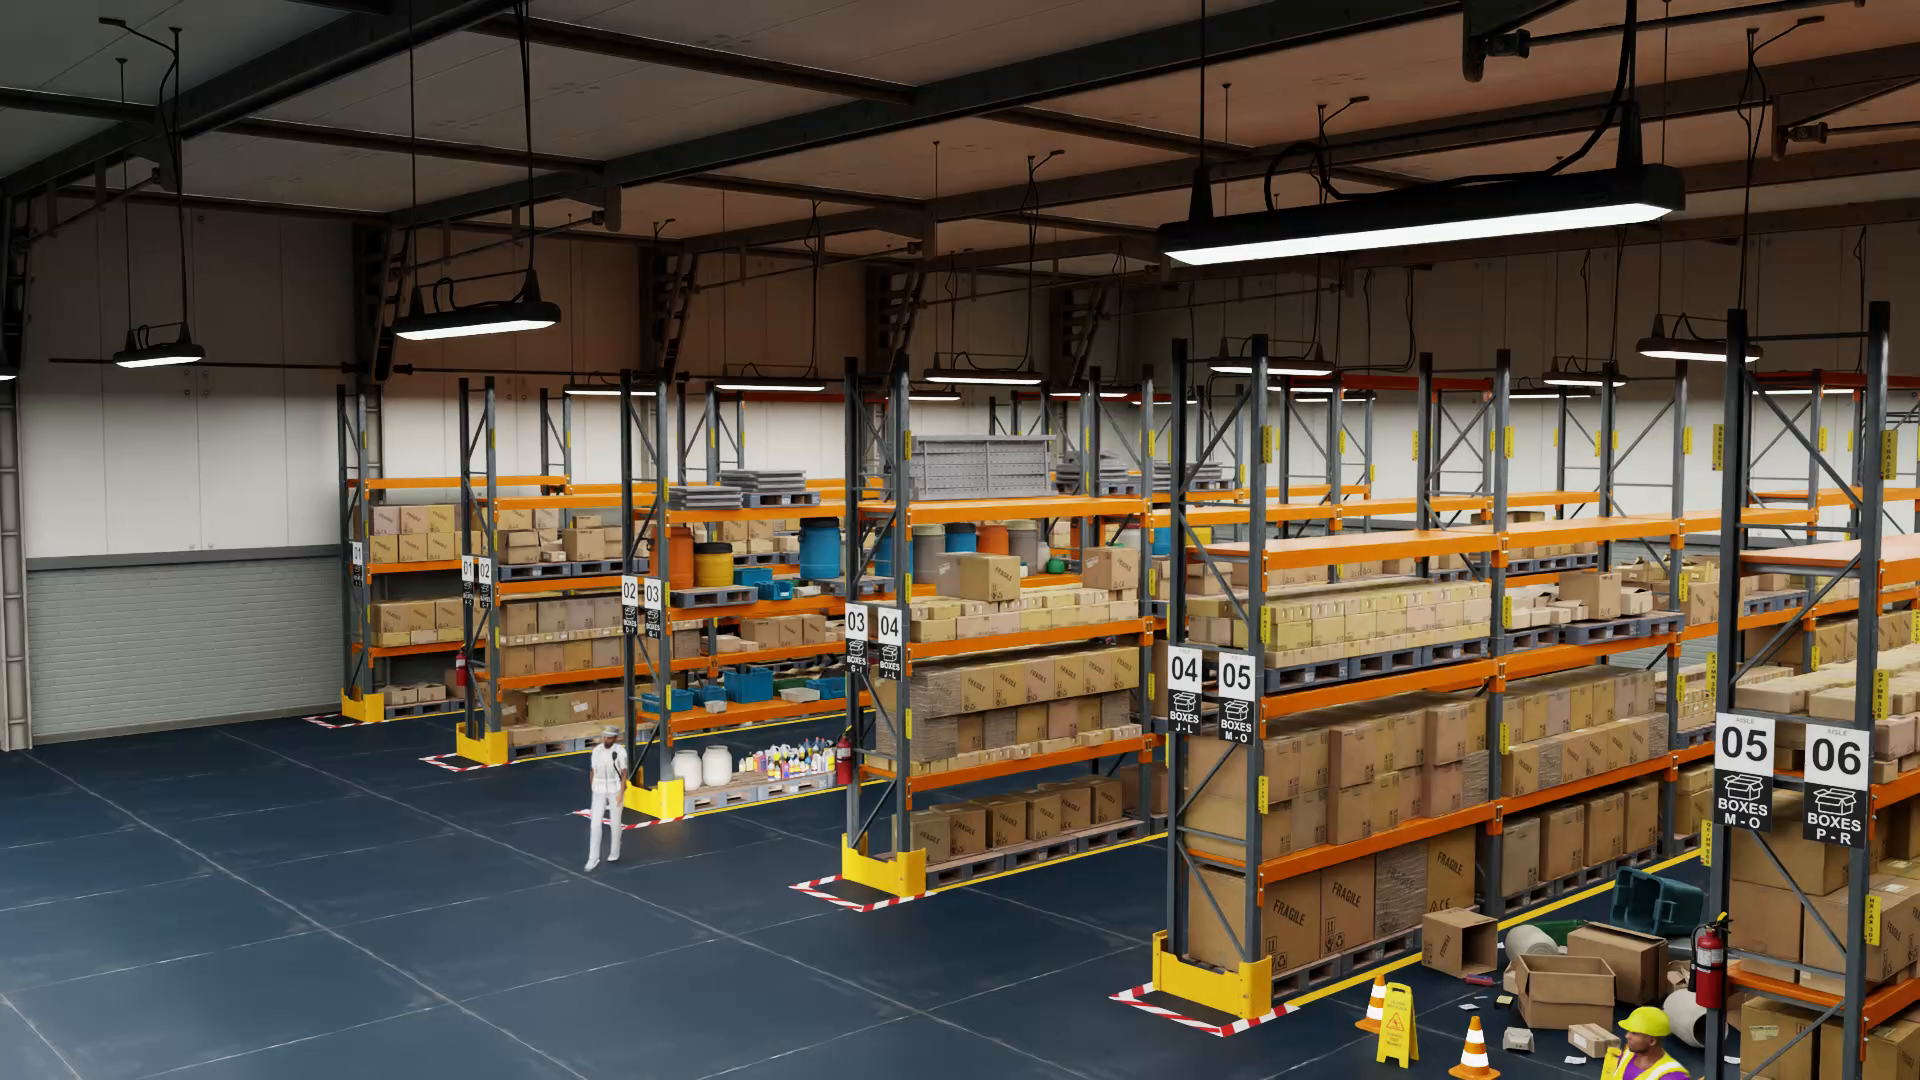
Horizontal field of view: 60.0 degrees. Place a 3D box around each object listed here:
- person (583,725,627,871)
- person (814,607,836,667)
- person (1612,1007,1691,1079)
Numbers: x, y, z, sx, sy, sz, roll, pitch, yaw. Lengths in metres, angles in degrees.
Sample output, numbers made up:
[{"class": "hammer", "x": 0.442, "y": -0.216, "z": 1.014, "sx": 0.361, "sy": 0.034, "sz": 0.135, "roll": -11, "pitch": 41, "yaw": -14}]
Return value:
[{"class": "person", "x": -4.209, "y": 3.054, "z": 19.801, "sx": 0.501, "sy": 1.730, "sz": 0.629, "roll": 0, "pitch": 4, "yaw": -4}, {"class": "person", "x": -2.832, "y": 2.137, "z": 34.099, "sx": 0.514, "sy": 1.607, "sz": 0.422, "roll": -2, "pitch": 4, "yaw": -30}, {"class": "person", "x": 4.000, "y": 3.631, "z": 9.937, "sx": 0.998, "sy": 1.707, "sz": 0.623, "roll": -1, "pitch": 4, "yaw": -9}]
